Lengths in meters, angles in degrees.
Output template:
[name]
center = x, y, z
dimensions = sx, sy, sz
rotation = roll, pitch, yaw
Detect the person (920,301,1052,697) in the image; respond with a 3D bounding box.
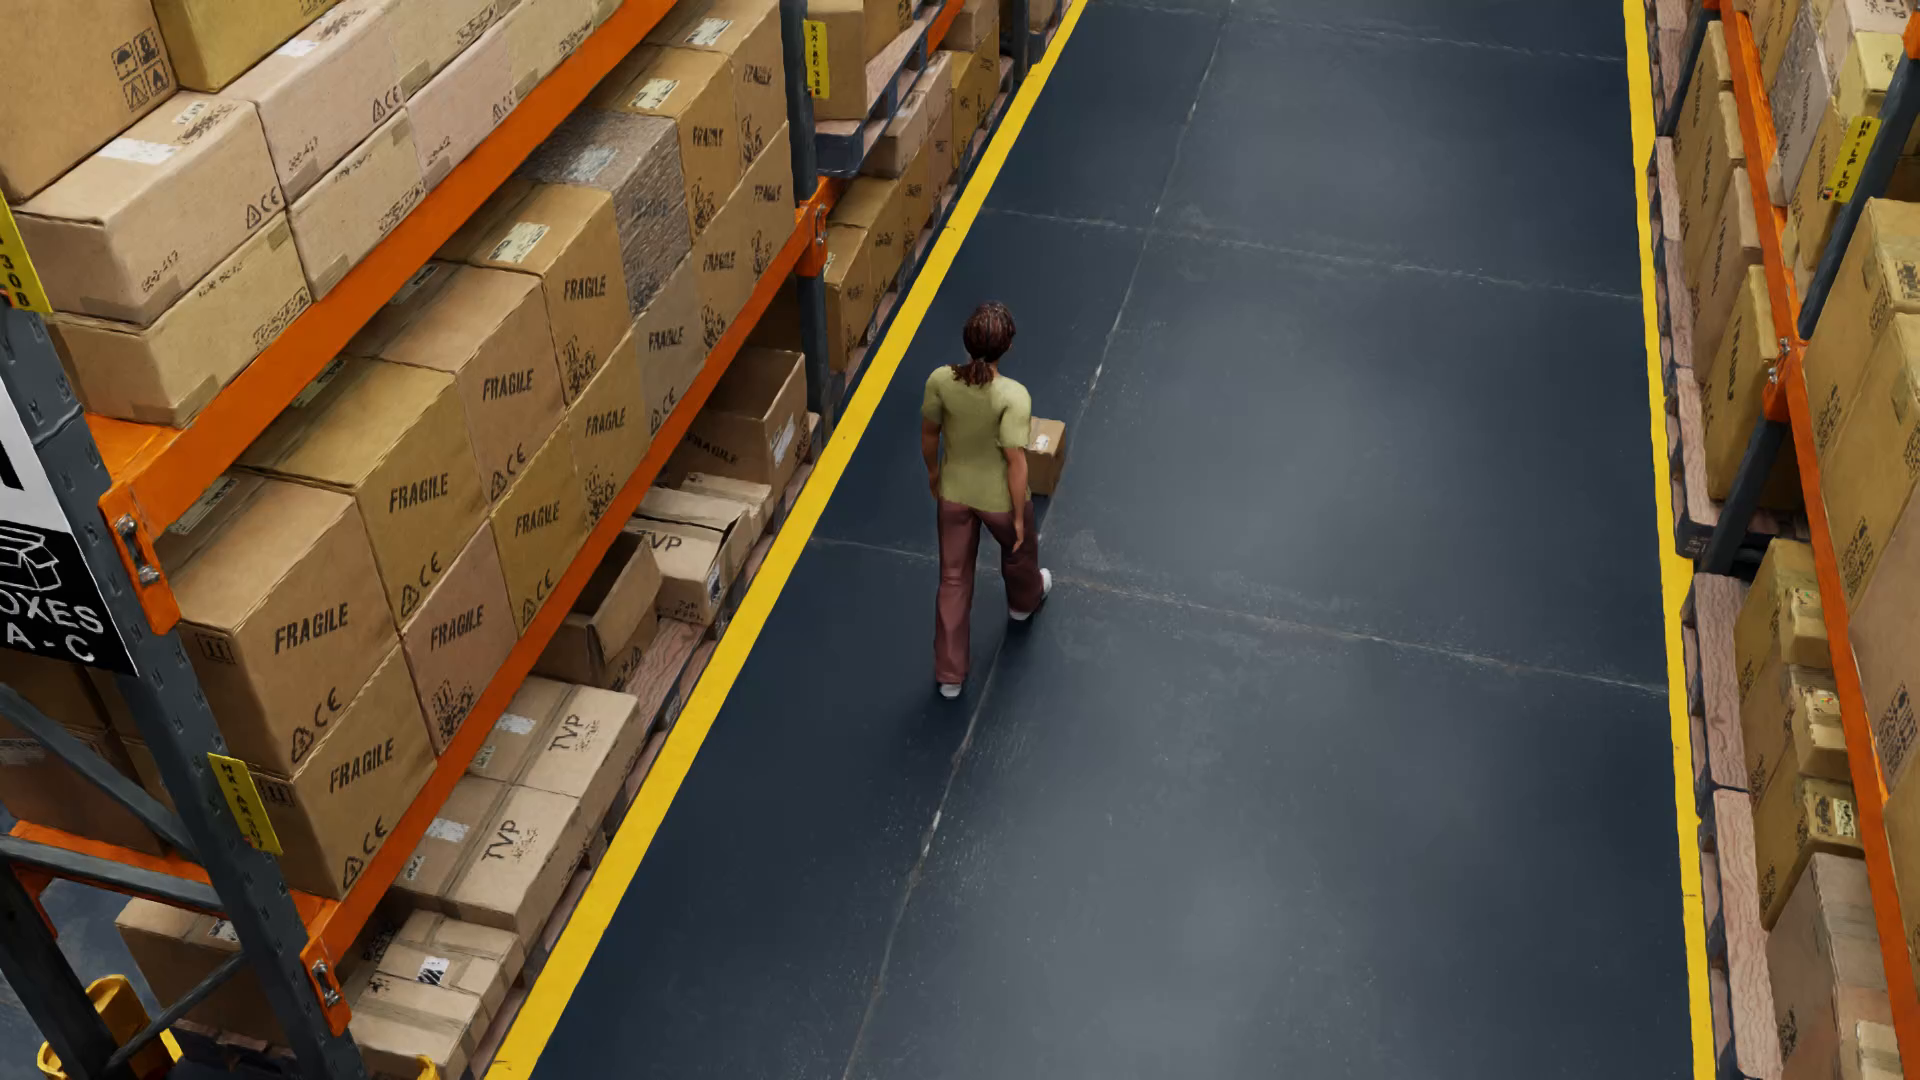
[person]
center = 0.089, -0.229, 6.414
dimensions = 0.463, 1.636, 0.812
rotation = 13, 43, 14
